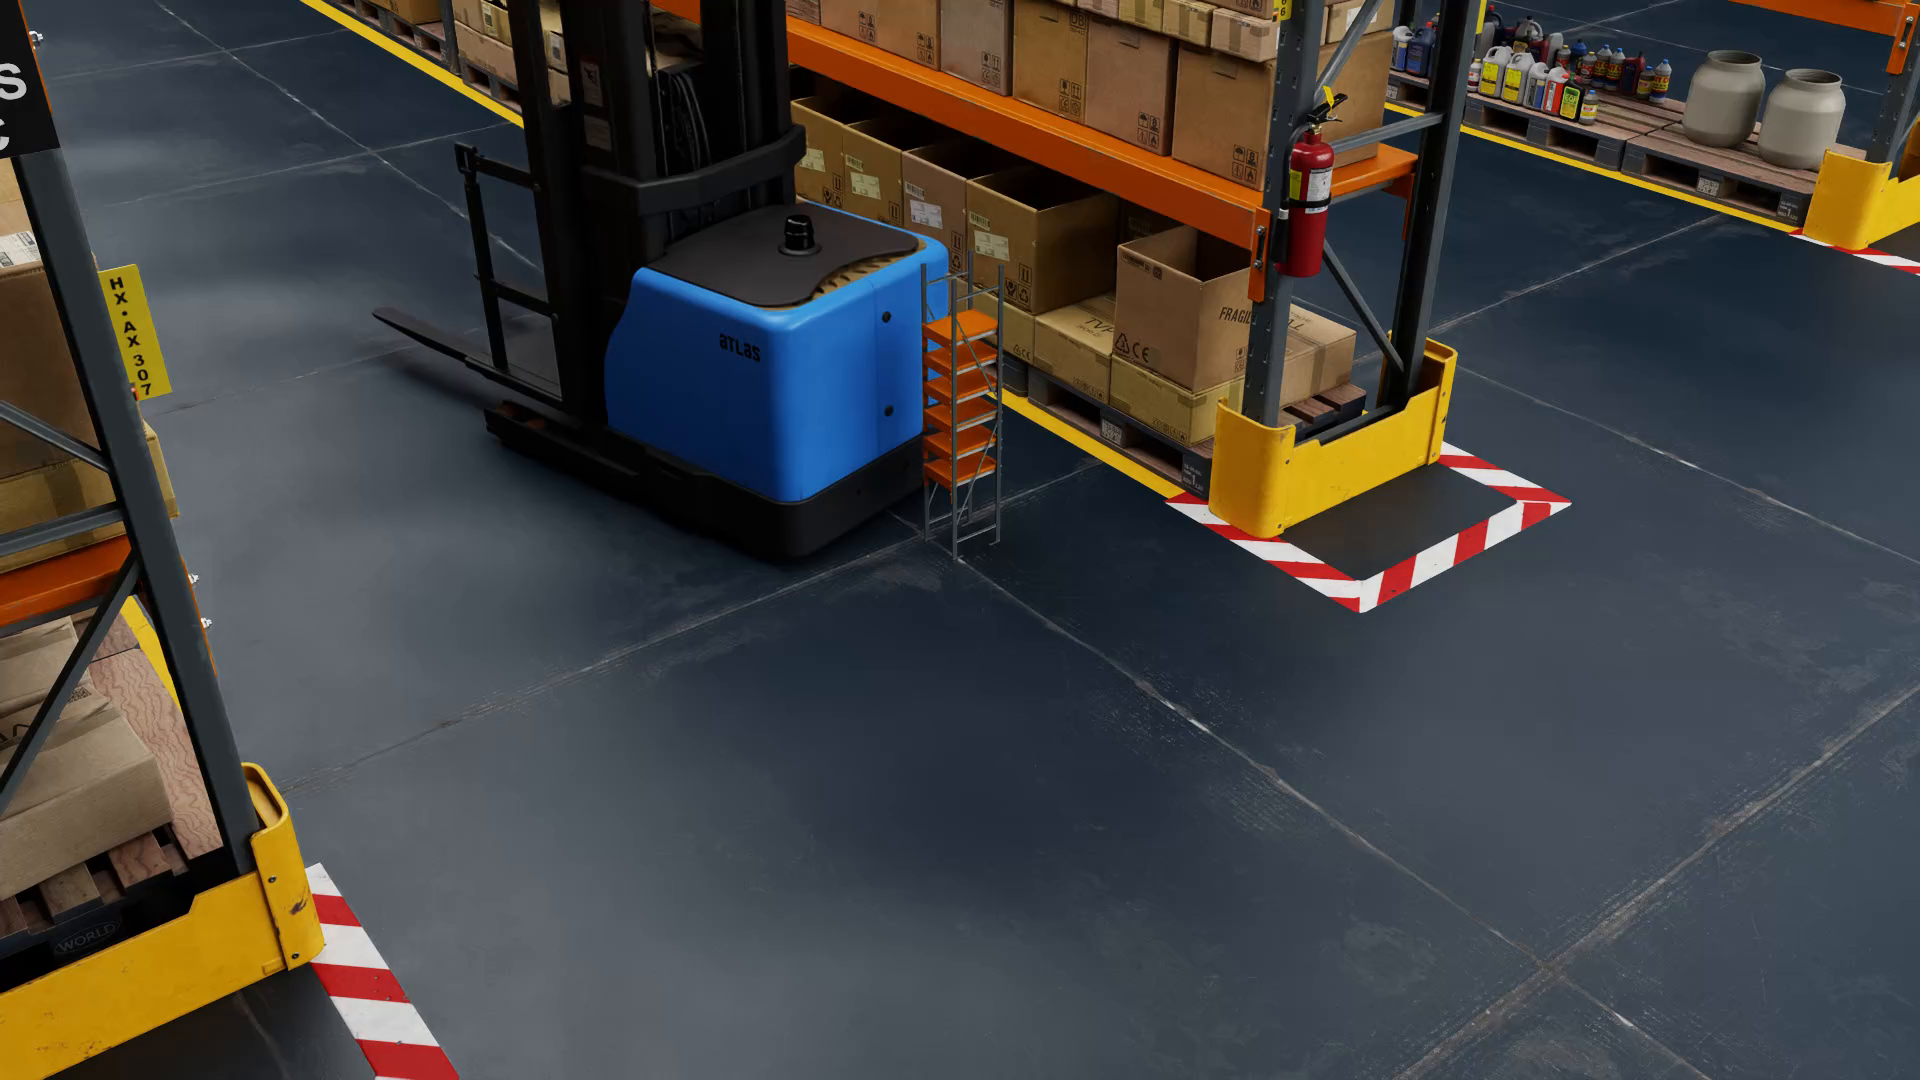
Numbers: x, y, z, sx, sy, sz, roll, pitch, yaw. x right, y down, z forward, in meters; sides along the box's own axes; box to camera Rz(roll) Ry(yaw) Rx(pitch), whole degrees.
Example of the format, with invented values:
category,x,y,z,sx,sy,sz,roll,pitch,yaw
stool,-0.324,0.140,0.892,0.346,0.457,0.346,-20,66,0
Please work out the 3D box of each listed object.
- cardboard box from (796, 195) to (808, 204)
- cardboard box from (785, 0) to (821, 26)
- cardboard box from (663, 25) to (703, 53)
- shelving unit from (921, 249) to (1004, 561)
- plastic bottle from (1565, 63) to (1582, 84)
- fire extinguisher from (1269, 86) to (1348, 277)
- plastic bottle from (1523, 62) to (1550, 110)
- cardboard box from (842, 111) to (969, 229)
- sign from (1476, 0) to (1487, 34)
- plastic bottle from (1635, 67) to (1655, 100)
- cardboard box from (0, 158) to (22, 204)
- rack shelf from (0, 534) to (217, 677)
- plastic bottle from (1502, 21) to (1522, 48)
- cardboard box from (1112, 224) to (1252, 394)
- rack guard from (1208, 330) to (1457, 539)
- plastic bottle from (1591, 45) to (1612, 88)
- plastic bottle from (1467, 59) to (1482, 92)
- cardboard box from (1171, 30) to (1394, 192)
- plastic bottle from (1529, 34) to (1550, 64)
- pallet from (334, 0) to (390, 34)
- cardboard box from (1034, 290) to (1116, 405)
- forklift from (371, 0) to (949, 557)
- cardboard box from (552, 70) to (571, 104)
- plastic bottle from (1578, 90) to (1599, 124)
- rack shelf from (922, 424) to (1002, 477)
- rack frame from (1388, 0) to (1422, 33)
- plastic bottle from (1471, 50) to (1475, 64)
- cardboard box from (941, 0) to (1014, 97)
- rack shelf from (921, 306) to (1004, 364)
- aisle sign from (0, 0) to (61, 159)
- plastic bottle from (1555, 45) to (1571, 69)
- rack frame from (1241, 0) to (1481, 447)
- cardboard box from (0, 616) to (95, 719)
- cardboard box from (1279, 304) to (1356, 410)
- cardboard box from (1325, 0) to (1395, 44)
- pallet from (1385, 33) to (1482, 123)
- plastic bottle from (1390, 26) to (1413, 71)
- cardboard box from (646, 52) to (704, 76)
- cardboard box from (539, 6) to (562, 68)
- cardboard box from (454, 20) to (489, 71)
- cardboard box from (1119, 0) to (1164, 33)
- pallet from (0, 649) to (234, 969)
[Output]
category,x,y,z,sx,sy,sz,roll,pitch,yaw
cardboard box,-0.541,-1.712,8.872,0.500,0.250,0.500,-22,38,-31
cardboard box,-0.611,-3.063,8.744,0.700,0.500,0.500,-23,39,-33
cardboard box,-1.566,-3.131,10.624,0.500,0.311,0.500,-24,39,-33
shelving unit,0.009,-0.504,6.424,0.258,1.200,0.189,-22,38,-31
plastic bottle,3.958,-2.943,10.802,0.061,0.283,0.133,-22,38,-31
fire extinguisher,1.270,-1.304,6.080,0.296,0.674,0.183,-22,38,-31
plastic bottle,3.789,-2.963,10.842,0.152,0.276,0.135,-23,39,-33
cardboard box,-0.238,-1.821,8.336,0.500,0.500,0.500,-22,38,-31
sign,2.006,-2.115,6.417,0.100,0.325,0.005,-22,38,-31
plastic bottle,4.550,-3.035,11.029,0.097,0.201,0.097,0,32,0
cardboard box,-2.697,-0.701,4.448,0.500,0.500,0.500,-22,38,-31
rack shelf,-3.573,-0.460,5.330,1.077,0.370,4.000,-22,38,-31
plastic bottle,3.900,-3.528,11.745,0.061,0.283,0.133,-20,37,-28
cardboard box,1.000,-0.993,7.002,0.500,0.500,0.500,-22,38,-31
rack guard,1.579,-0.465,7.024,1.175,0.500,0.348,-22,38,-31
plastic bottle,4.342,-3.206,11.238,0.097,0.271,0.097,0,32,0
plastic bottle,3.465,-3.128,11.178,0.097,0.201,0.097,0,32,0
cardboard box,1.288,-1.778,6.674,0.700,0.500,0.500,-22,38,-31
plastic bottle,3.978,-3.344,11.449,0.061,0.283,0.133,-22,38,-31
pallet,-4.513,-4.517,13.823,1.003,0.211,1.213,-22,38,-31
cardboard box,0.686,-0.879,7.531,0.500,0.250,0.500,-22,38,-31
forklift,-1.494,-1.811,6.889,3.031,2.935,1.130,23,39,32
cardboard box,-2.306,-2.930,10.832,0.500,0.250,0.500,-21,38,-30
plastic bottle,4.007,-2.759,10.585,0.097,0.201,0.097,0,32,0
rack shelf,0.009,-0.364,6.510,0.258,0.103,0.180,-22,38,-31
rack frame,3.027,-4.805,11.643,1.000,3.000,0.127,-22,38,-31
plastic bottle,3.429,-3.234,11.283,0.097,0.271,0.097,0,32,0
cardboard box,0.337,-2.422,7.712,0.700,0.500,0.500,-21,38,-30
rack shelf,0.009,-0.772,6.257,0.258,0.103,0.180,-22,38,-31
aisle sign,-2.065,-1.104,3.220,0.394,0.787,0.004,-22,38,-31
plastic bottle,4.155,-3.304,11.461,0.097,0.201,0.097,0,32,0
rack frame,1.564,-1.536,6.381,1.000,3.000,0.127,-22,38,-31
cardboard box,-3.049,0.468,5.285,0.500,0.311,0.500,-19,37,-28
cardboard box,1.411,-0.842,7.471,0.500,0.250,0.500,-22,38,-31
cardboard box,1.494,-2.088,6.559,0.380,0.149,0.250,-23,38,-32
pallet,3.405,-3.327,11.906,1.003,0.211,1.213,-22,38,-31
plastic bottle,3.096,-3.434,11.600,0.152,0.276,0.135,-21,37,-30
cardboard box,-1.687,-2.743,10.000,0.500,0.311,0.500,-21,38,-30
cardboard box,-2.612,-3.376,11.020,0.500,0.311,0.500,-23,39,-33
cardboard box,-3.252,-3.568,11.859,0.500,0.250,0.500,-22,38,-32
cardboard box,0.861,-2.167,6.687,0.380,0.149,0.250,-23,38,-32
pallet,-2.863,0.871,5.148,1.003,0.211,1.213,-22,38,-31
